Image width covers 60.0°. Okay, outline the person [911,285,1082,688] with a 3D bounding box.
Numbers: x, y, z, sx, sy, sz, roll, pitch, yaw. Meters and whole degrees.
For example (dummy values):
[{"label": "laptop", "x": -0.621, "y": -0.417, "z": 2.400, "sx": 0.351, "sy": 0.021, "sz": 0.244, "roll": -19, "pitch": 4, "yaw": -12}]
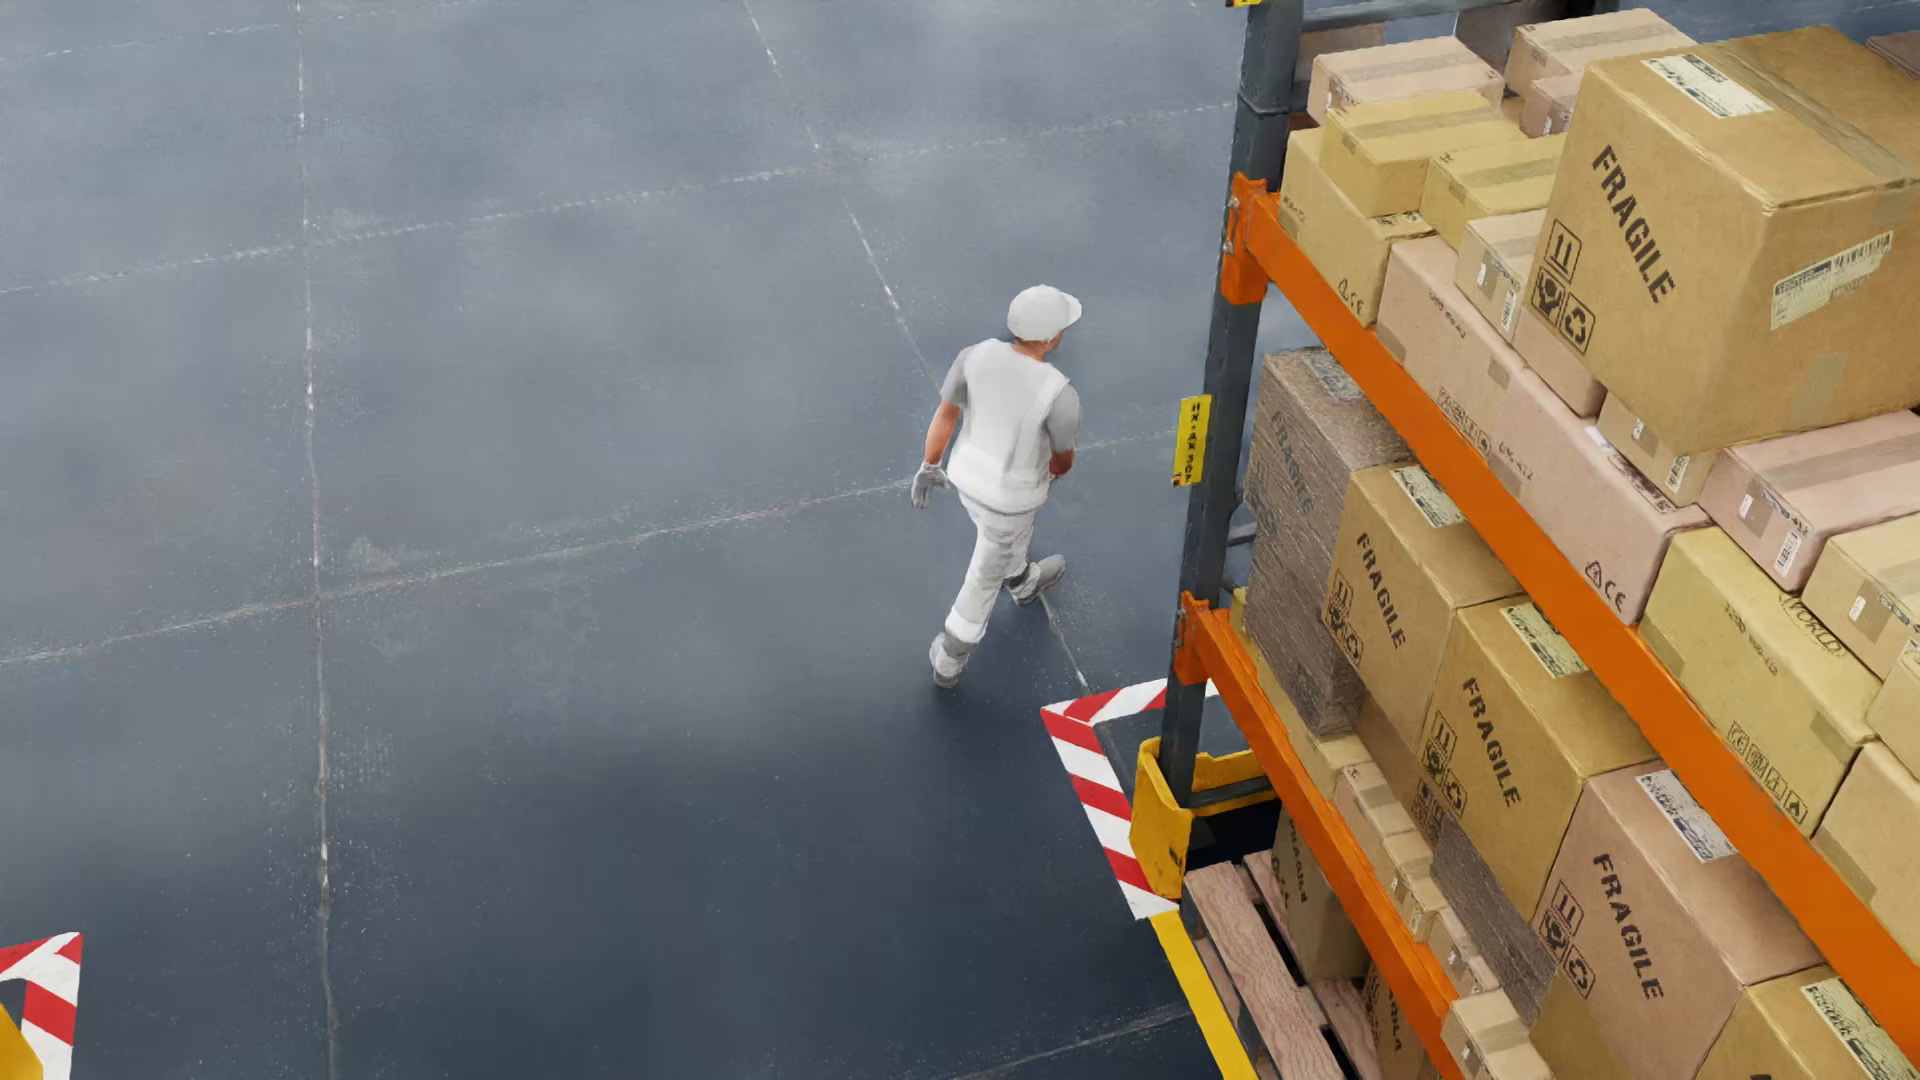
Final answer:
[{"label": "person", "x": 0.221, "y": -0.244, "z": 6.416, "sx": 0.563, "sy": 1.749, "sz": 0.873, "roll": 33, "pitch": 52, "yaw": 32}]
